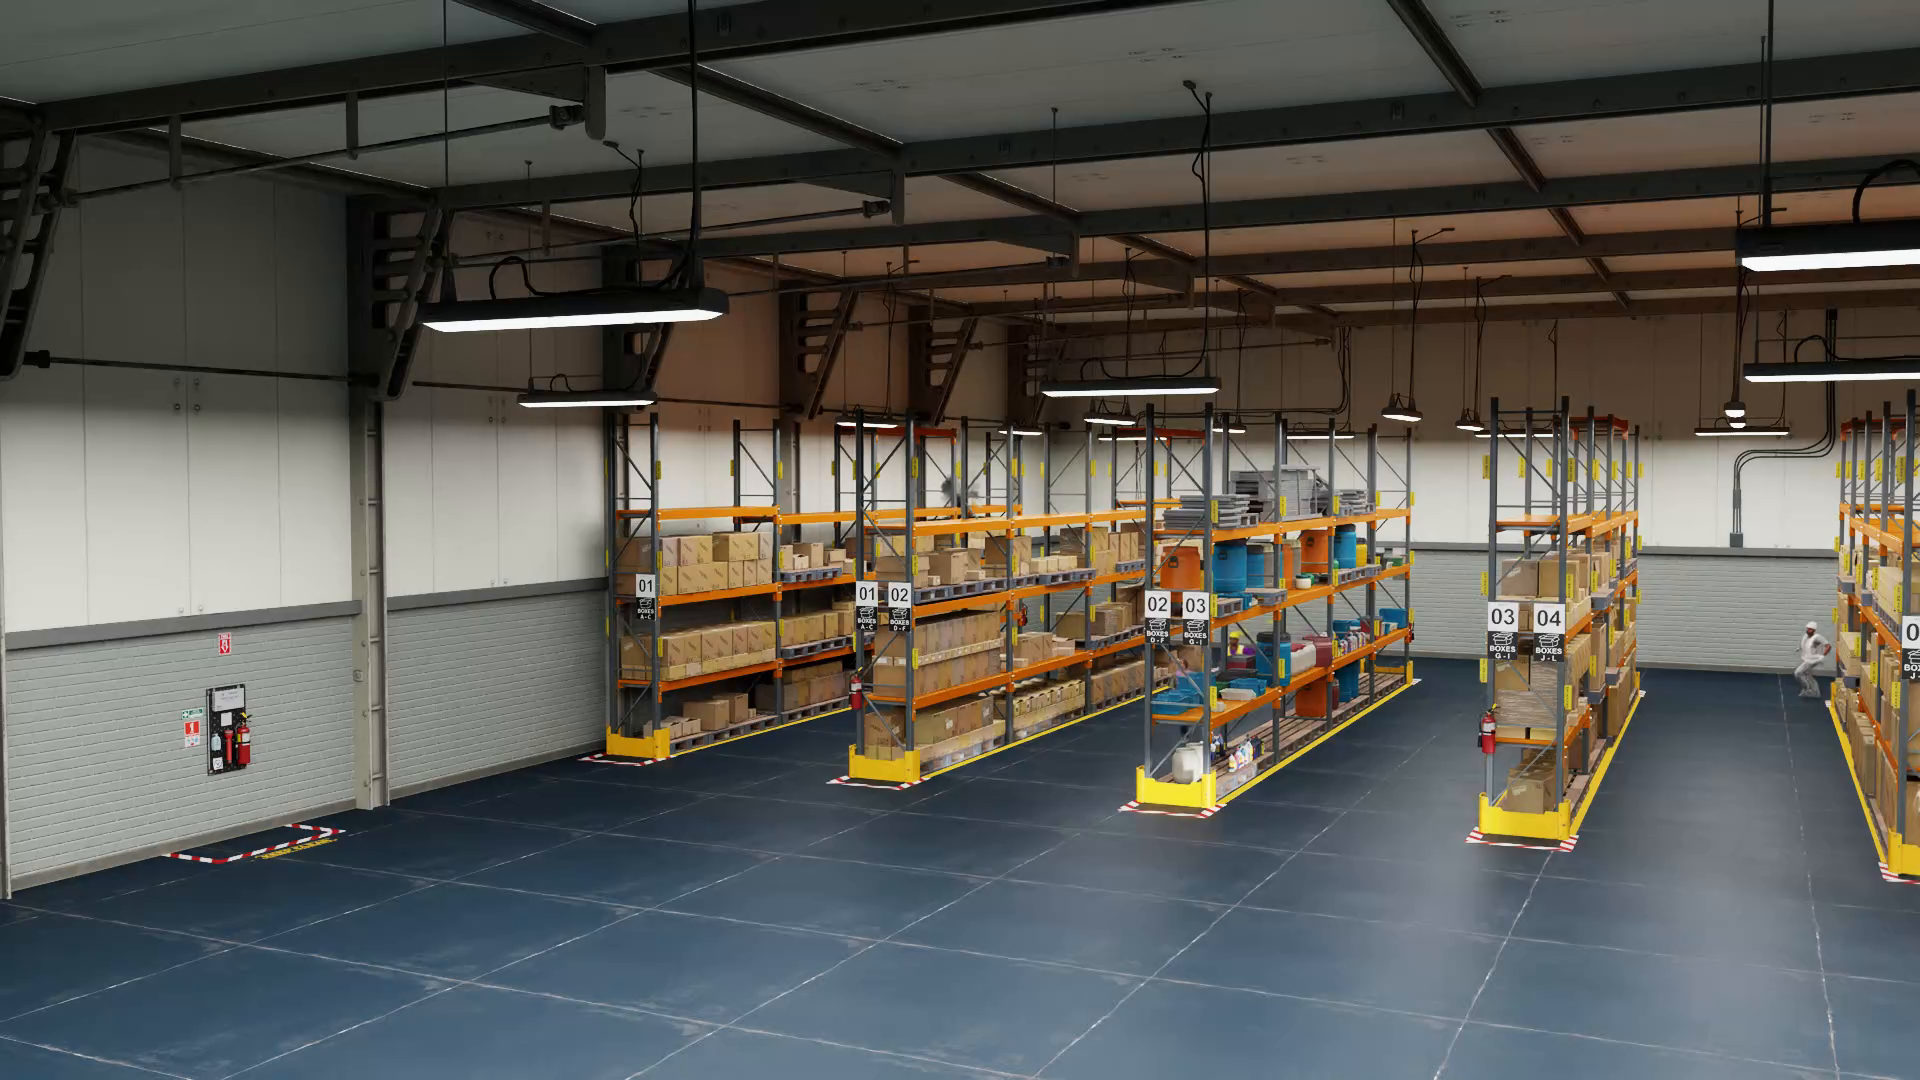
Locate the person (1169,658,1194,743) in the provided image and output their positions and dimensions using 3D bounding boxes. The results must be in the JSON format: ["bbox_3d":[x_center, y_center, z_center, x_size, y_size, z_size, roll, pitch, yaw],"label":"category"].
[{"bbox_3d":[4.097,2.944,30.480,0.555,1.554,0.563,1,3,27],"label":"person"}]

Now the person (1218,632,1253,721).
[{"bbox_3d":[5.484,2.734,33.285,0.691,1.781,0.670,1,3,26],"label":"person"}]

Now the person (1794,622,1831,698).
[{"bbox_3d":[18.574,2.634,36.318,0.681,1.711,0.808,0,2,3],"label":"person"}]
